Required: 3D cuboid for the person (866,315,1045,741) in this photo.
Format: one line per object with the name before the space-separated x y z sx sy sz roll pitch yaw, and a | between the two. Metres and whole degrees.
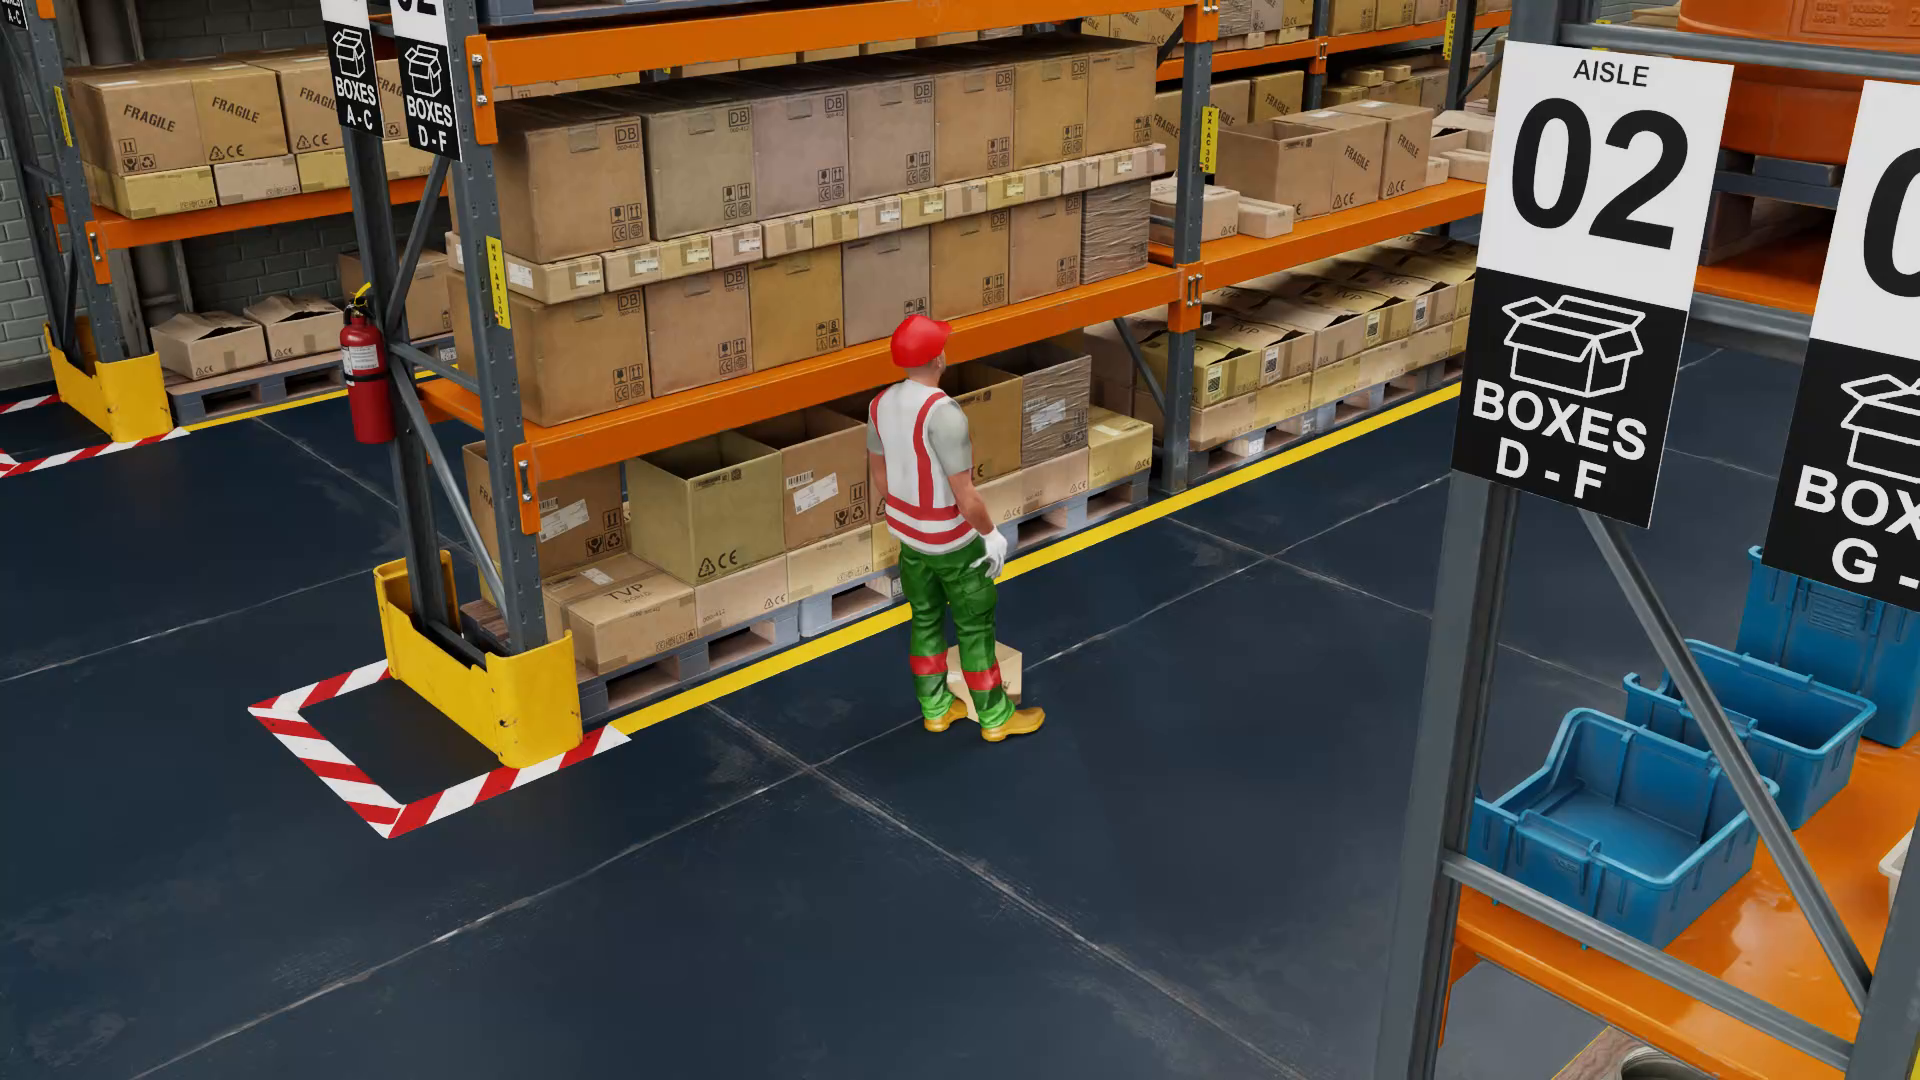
person | -0.029 -0.052 6.667 0.565 1.787 0.638 -21 31 -39
